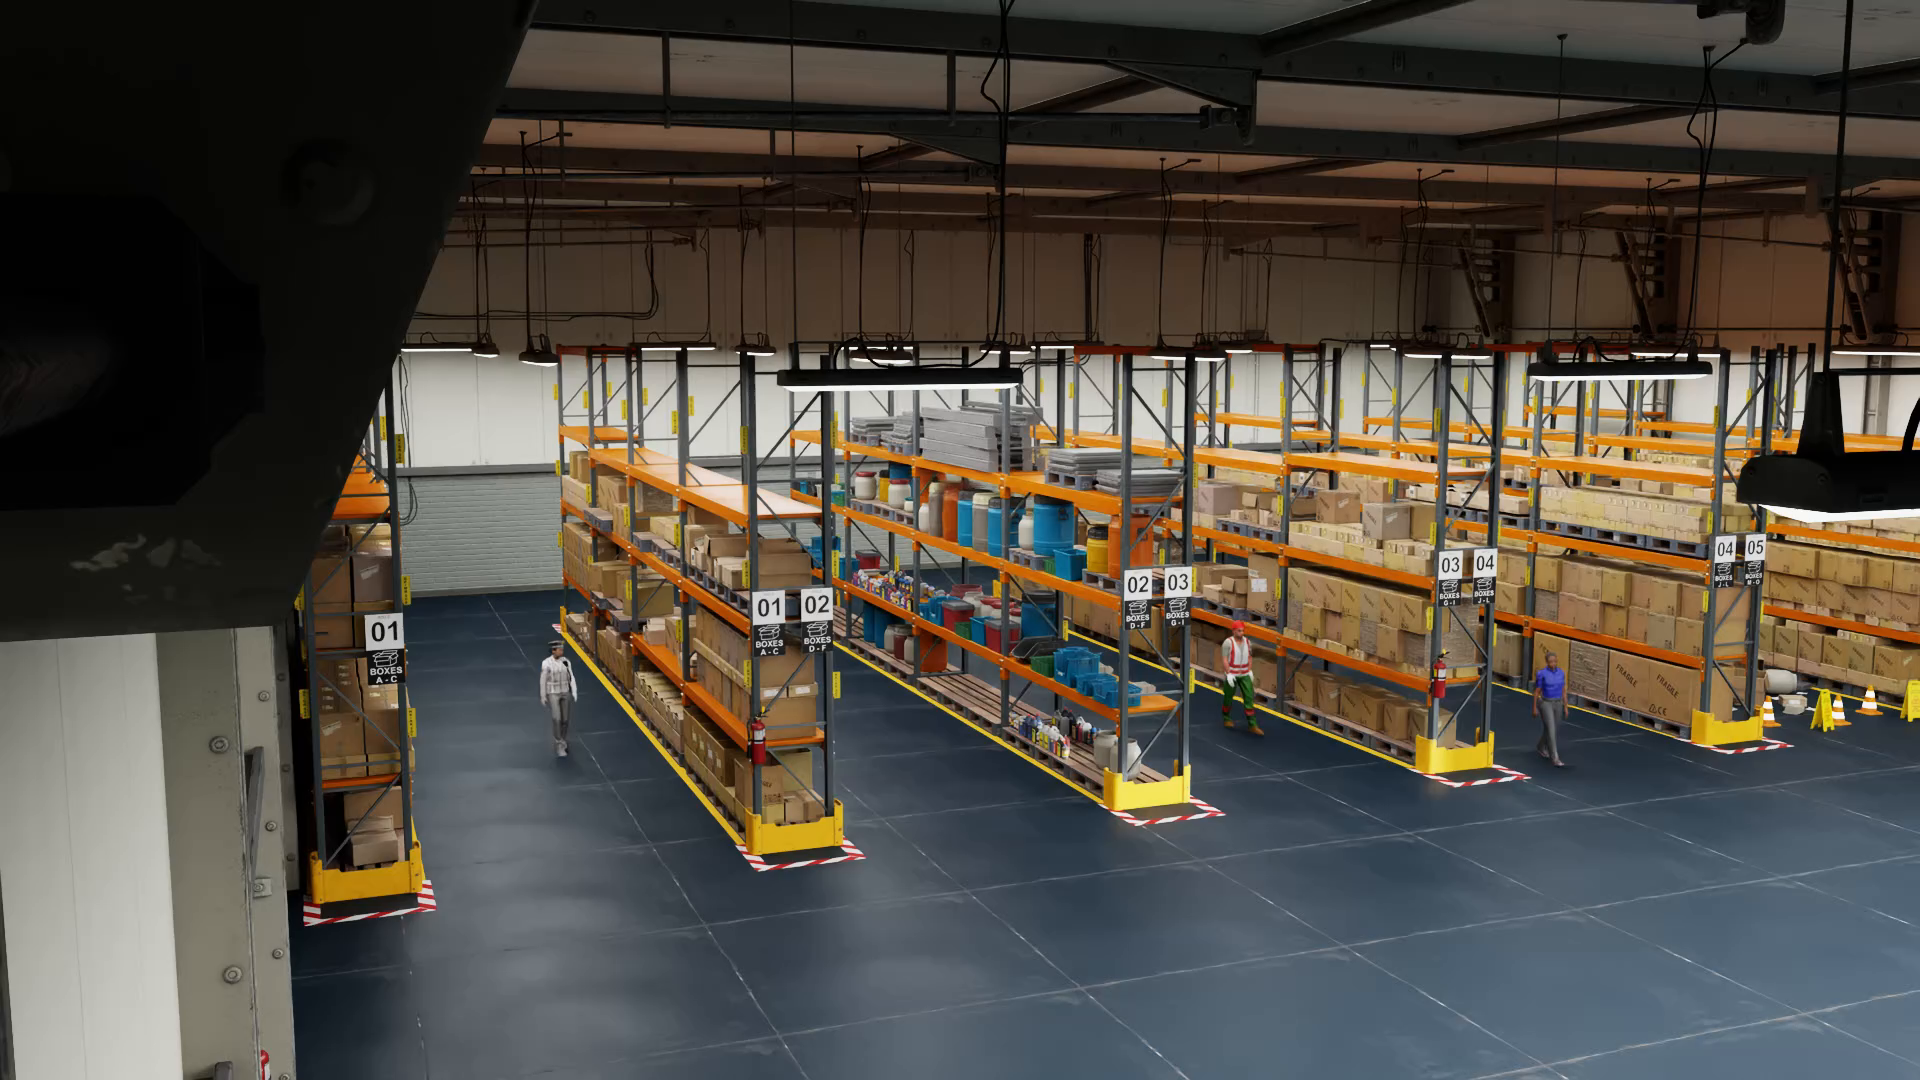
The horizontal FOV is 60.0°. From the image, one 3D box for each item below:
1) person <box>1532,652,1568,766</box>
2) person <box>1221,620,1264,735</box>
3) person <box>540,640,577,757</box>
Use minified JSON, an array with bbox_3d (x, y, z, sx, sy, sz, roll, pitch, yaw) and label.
[{"bbox_3d":[8.648,2.444,24.318,0.478,1.621,0.777,-2,7,-14],"label":"person"},{"bbox_3d":[4.409,2.127,26.086,0.587,1.742,0.925,-2,7,-13],"label":"person"},{"bbox_3d":[-5.958,2.360,24.919,0.507,1.693,0.655,-6,9,-38],"label":"person"}]
